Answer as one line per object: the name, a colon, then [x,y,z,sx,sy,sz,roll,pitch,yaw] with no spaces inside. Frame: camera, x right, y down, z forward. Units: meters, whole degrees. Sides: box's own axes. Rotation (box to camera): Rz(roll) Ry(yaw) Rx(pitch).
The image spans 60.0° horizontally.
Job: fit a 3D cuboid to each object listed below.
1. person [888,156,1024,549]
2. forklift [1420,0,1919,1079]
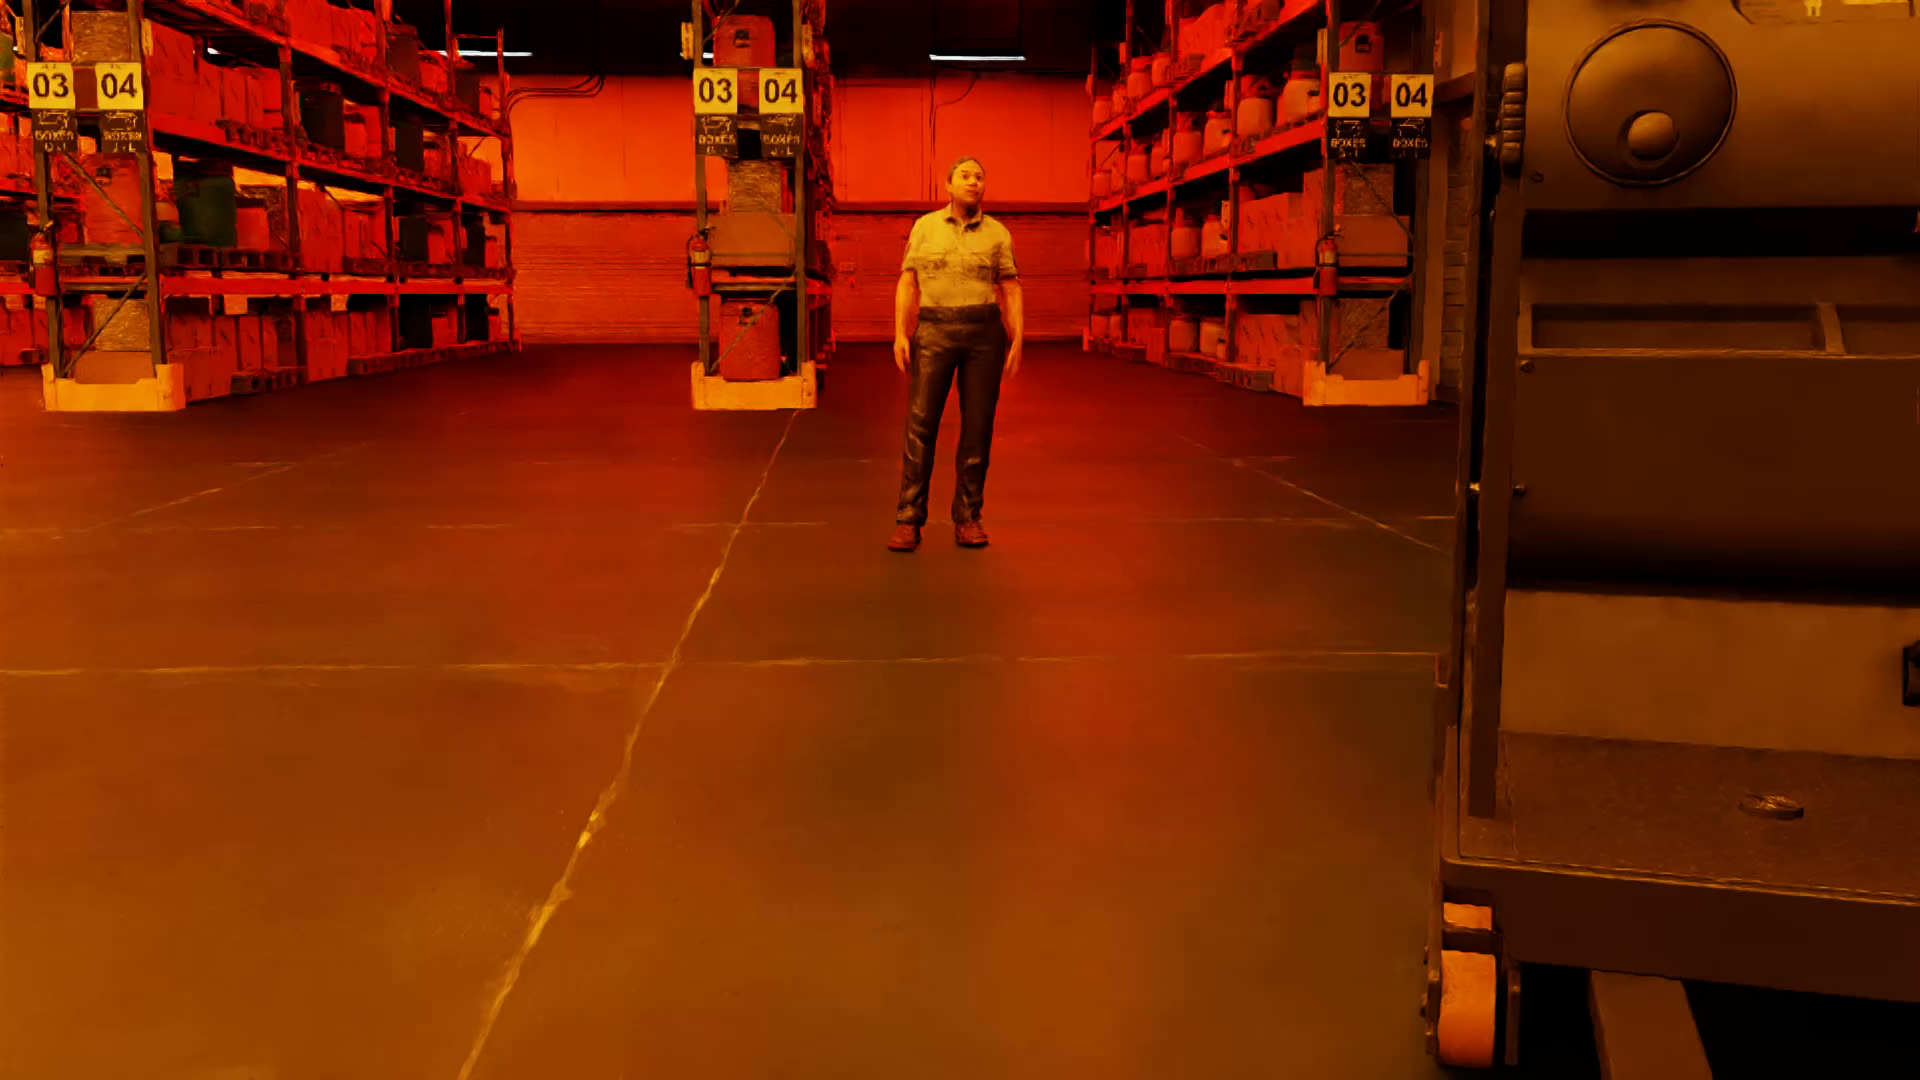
person: [-0.017,-0.808,7.098,0.599,1.650,0.502,-1,8,-4]
forklift: [1.270,-0.732,2.258,1.130,2.935,3.031,2,9,16]
